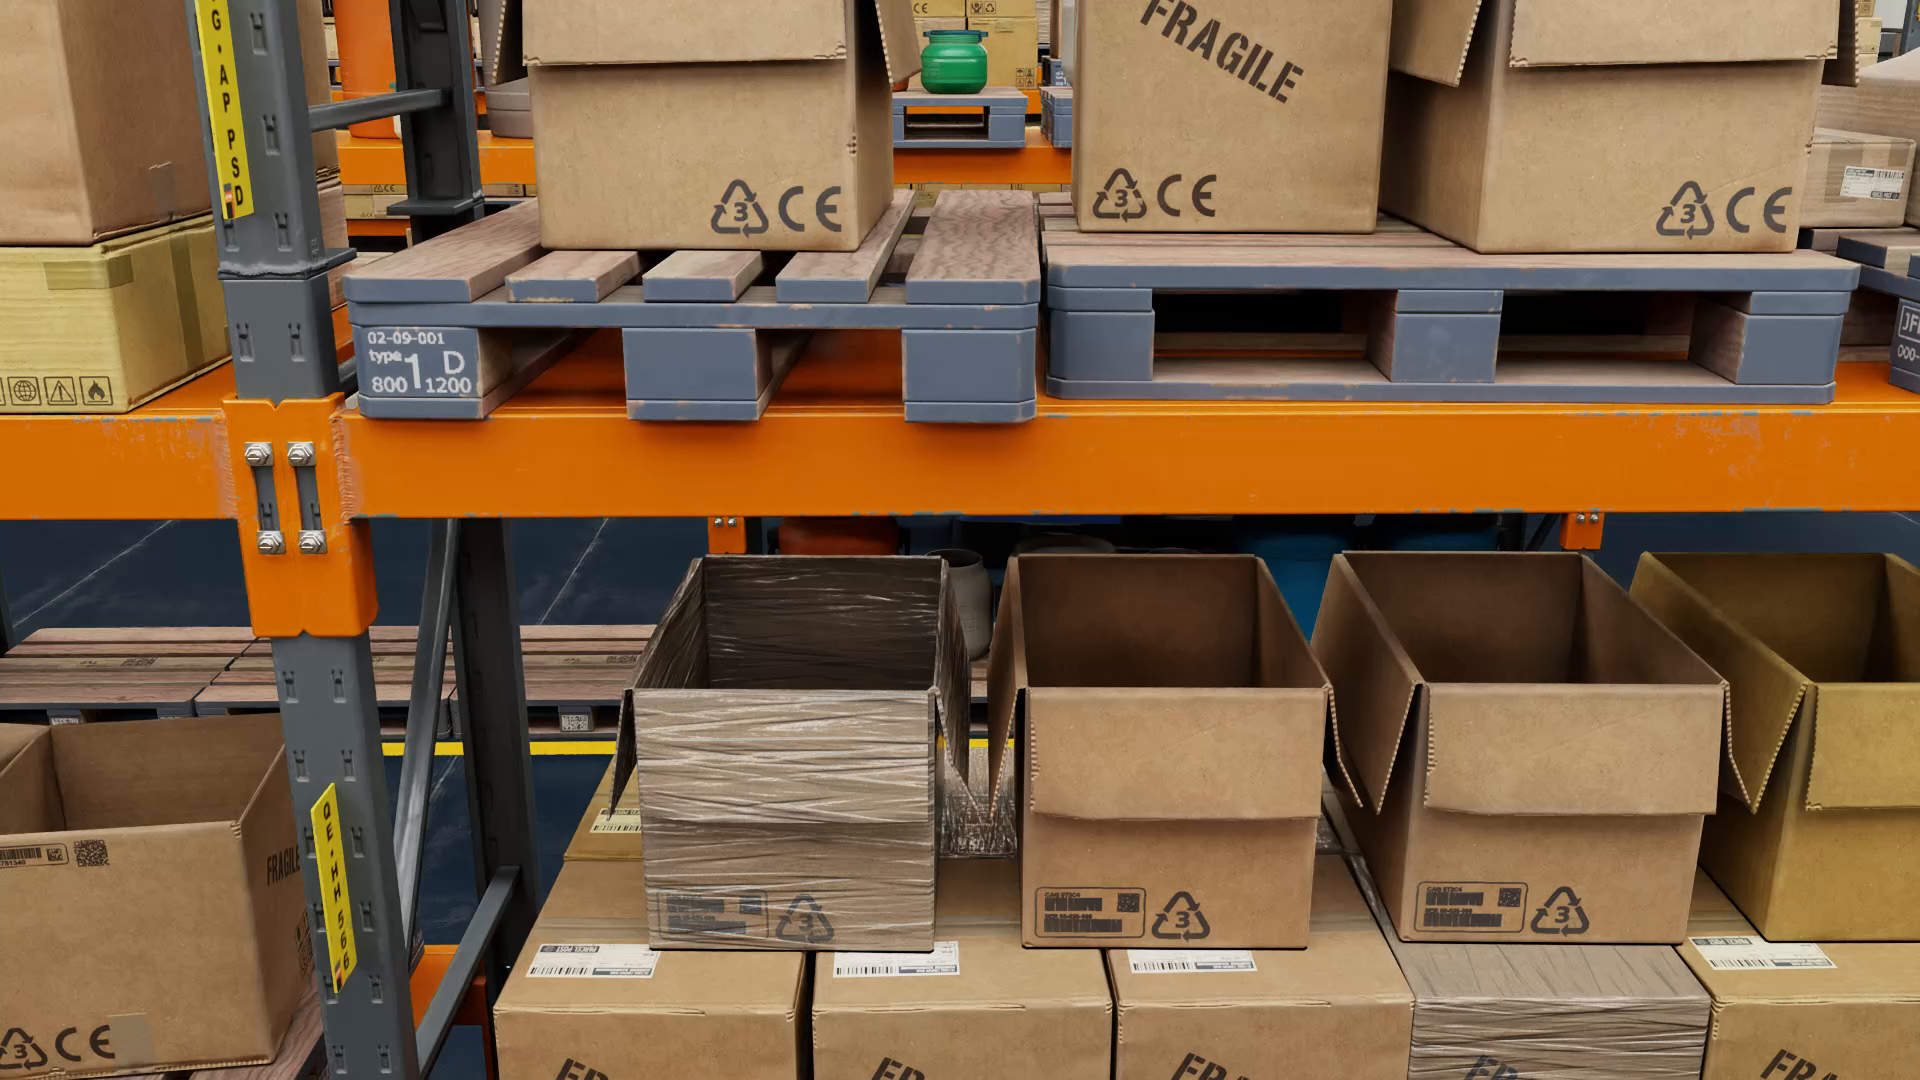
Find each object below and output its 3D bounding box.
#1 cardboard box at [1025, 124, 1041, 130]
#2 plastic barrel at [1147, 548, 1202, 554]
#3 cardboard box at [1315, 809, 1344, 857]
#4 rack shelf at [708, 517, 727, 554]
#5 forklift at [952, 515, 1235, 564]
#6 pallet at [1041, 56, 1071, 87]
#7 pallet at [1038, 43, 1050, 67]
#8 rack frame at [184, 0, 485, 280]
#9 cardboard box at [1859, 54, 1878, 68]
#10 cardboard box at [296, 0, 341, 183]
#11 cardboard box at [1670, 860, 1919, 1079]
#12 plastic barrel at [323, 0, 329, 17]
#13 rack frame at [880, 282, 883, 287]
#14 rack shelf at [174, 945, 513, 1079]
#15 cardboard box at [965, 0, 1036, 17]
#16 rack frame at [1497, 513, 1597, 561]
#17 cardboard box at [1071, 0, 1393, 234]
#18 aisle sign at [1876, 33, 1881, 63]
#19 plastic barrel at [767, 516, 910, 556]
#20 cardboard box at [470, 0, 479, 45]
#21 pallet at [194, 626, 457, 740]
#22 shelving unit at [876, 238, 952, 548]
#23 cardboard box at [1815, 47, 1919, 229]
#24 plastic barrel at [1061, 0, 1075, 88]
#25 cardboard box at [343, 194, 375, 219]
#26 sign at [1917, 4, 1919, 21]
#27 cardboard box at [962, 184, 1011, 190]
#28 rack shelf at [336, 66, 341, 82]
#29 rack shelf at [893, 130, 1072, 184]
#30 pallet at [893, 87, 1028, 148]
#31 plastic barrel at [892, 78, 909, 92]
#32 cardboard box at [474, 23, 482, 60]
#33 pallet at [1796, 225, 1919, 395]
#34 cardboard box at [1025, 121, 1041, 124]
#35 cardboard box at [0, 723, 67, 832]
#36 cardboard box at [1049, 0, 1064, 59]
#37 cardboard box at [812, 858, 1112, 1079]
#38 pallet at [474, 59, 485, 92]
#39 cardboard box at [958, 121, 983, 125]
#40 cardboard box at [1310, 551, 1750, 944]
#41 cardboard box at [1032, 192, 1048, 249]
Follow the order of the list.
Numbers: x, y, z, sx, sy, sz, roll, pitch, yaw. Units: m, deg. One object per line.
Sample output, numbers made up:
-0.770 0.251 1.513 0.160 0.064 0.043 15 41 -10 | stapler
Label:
0.759 -4.127 17.091 0.500 0.250 0.500 -1 18 -2 | cardboard box
1.091 0.330 8.492 0.421 0.512 0.421 0 18 0 | plastic barrel
0.496 0.772 3.567 0.500 0.500 0.500 -1 18 -3 | cardboard box
-3.090 -0.259 8.122 4.000 0.370 1.077 0 18 -1 | rack shelf
1.493 -1.347 10.449 3.031 2.935 1.130 1 18 4 | forklift
1.145 -3.495 12.427 1.003 0.211 1.213 0 18 -1 | pallet
0.515 -5.001 17.125 1.213 0.211 1.003 1 18 2 | pallet
-1.012 -1.955 2.410 0.127 3.000 1.000 0 18 -1 | rack frame
6.325 -3.437 12.185 0.500 0.250 0.500 0 18 -1 | cardboard box
-1.486 -0.889 3.015 0.500 0.500 0.500 0 18 0 | cardboard box
1.507 0.925 3.089 0.500 0.500 0.500 0 18 -2 | cardboard box
-3.276 -2.334 7.681 0.708 0.901 0.600 0 18 -1 | plastic barrel
-0.520 -1.020 10.790 0.015 2.100 0.400 1 18 4 | rack frame
-3.011 1.254 3.406 4.000 0.370 1.077 0 18 -1 | rack shelf
0.292 -4.081 12.148 0.500 0.500 0.500 0 18 -1 | cardboard box
2.910 -0.631 8.102 0.127 3.000 1.000 0 18 -1 | rack frame
0.459 -0.830 2.963 0.500 0.500 0.500 1 18 2 | cardboard box
6.898 -3.491 12.762 0.004 0.787 0.394 0 18 -1 | aisle sign
-0.601 0.215 8.333 0.708 0.830 0.600 0 18 -1 | plastic barrel
-4.698 -5.272 16.809 0.500 0.500 0.500 2 18 7 | cardboard box
-3.082 0.713 8.478 1.213 0.211 1.003 0 18 -1 | pallet
-0.277 -1.015 10.773 0.503 2.100 0.431 1 18 4 | shelving unit
1.889 -0.726 2.947 0.500 0.311 0.500 -1 18 -3 | cardboard box
0.680 -2.359 7.669 0.433 0.535 0.433 0 18 0 | plastic barrel
-6.213 -3.461 17.139 0.500 0.250 0.500 0 18 -1 | cardboard box
6.823 -3.843 11.756 0.005 0.325 0.100 0 18 -1 | sign
0.263 -3.762 17.180 0.500 0.500 0.500 0 18 -1 | cardboard box
-7.246 -4.694 17.036 4.000 0.370 1.077 0 18 -1 | rack shelf
0.910 -1.707 7.724 4.000 0.370 1.077 0 18 -1 | rack shelf
-0.324 -1.923 7.531 1.213 0.211 1.003 0 18 -1 | pallet
-0.522 -2.446 7.460 0.708 0.830 0.600 0 18 -1 | plastic barrel
-3.251 -3.652 12.169 0.500 0.250 0.500 -2 18 -6 | cardboard box
2.072 -0.435 2.897 1.217 0.209 0.805 -1 18 -3 | pallet
0.743 -4.280 17.567 0.500 0.250 0.500 -1 18 -2 | cardboard box
-2.108 0.702 3.097 0.500 0.500 0.700 2 18 7 | cardboard box
0.997 -3.880 12.305 0.600 0.600 0.600 -1 18 -3 | cardboard box
-0.006 0.931 3.070 0.500 0.500 0.500 -1 18 -2 | cardboard box
-2.960 -3.426 12.214 1.213 0.211 1.003 1 18 2 | pallet
0.234 -4.277 17.559 0.500 0.250 0.500 -1 18 -2 | cardboard box
1.042 0.370 3.177 0.637 0.503 0.797 0 18 1 | cardboard box
0.381 -2.355 12.628 0.500 0.500 0.700 3 18 10 | cardboard box
